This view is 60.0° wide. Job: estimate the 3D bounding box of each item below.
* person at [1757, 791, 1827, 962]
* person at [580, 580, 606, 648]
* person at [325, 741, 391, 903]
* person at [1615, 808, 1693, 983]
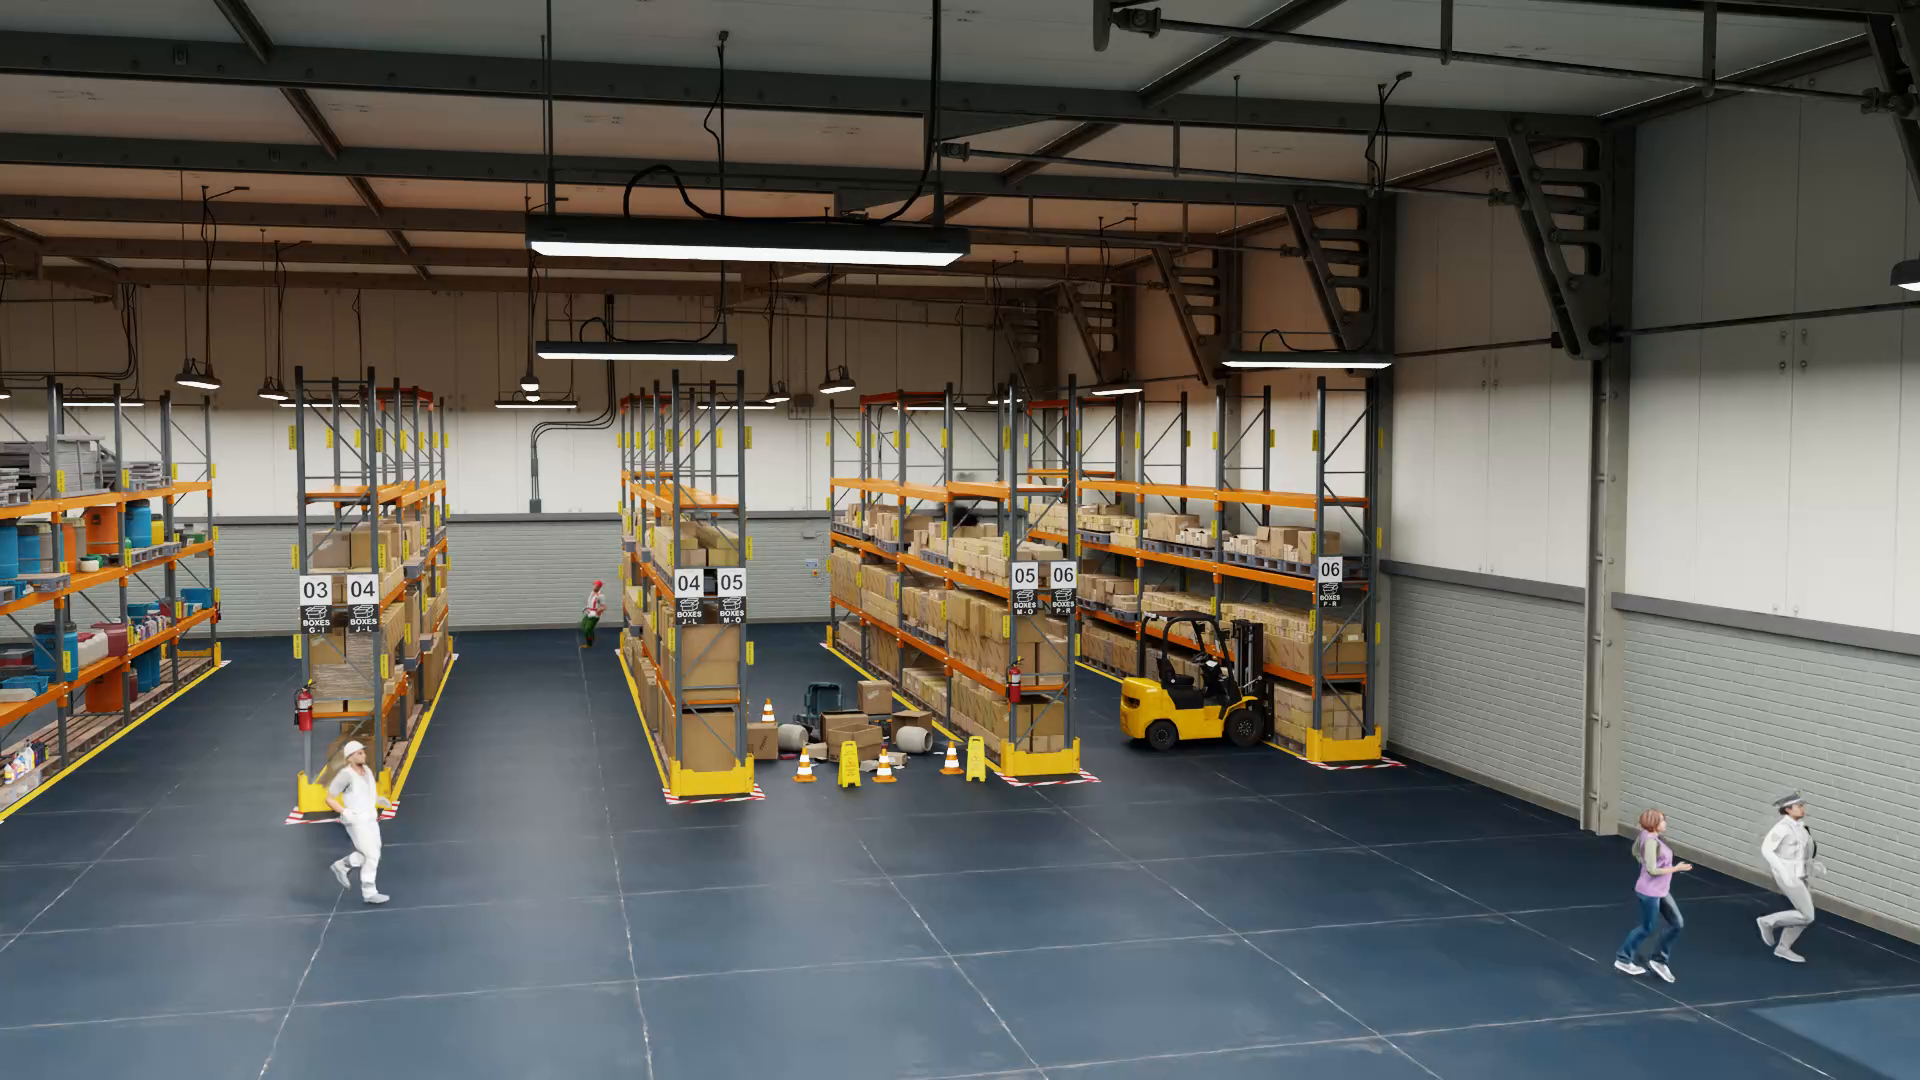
[{"bbox_3d":[8.011,3.226,15.994,0.614,1.654,0.549,-3,5,-41],"label":"person"},{"bbox_3d":[-8.793,1.782,39.871,0.852,1.673,0.585,3,4,39],"label":"person"},{"bbox_3d":[-6.550,3.052,18.044,0.786,1.748,0.663,1,4,17],"label":"person"},{"bbox_3d":[6.417,3.284,15.368,0.661,1.624,0.514,2,4,33],"label":"person"}]
